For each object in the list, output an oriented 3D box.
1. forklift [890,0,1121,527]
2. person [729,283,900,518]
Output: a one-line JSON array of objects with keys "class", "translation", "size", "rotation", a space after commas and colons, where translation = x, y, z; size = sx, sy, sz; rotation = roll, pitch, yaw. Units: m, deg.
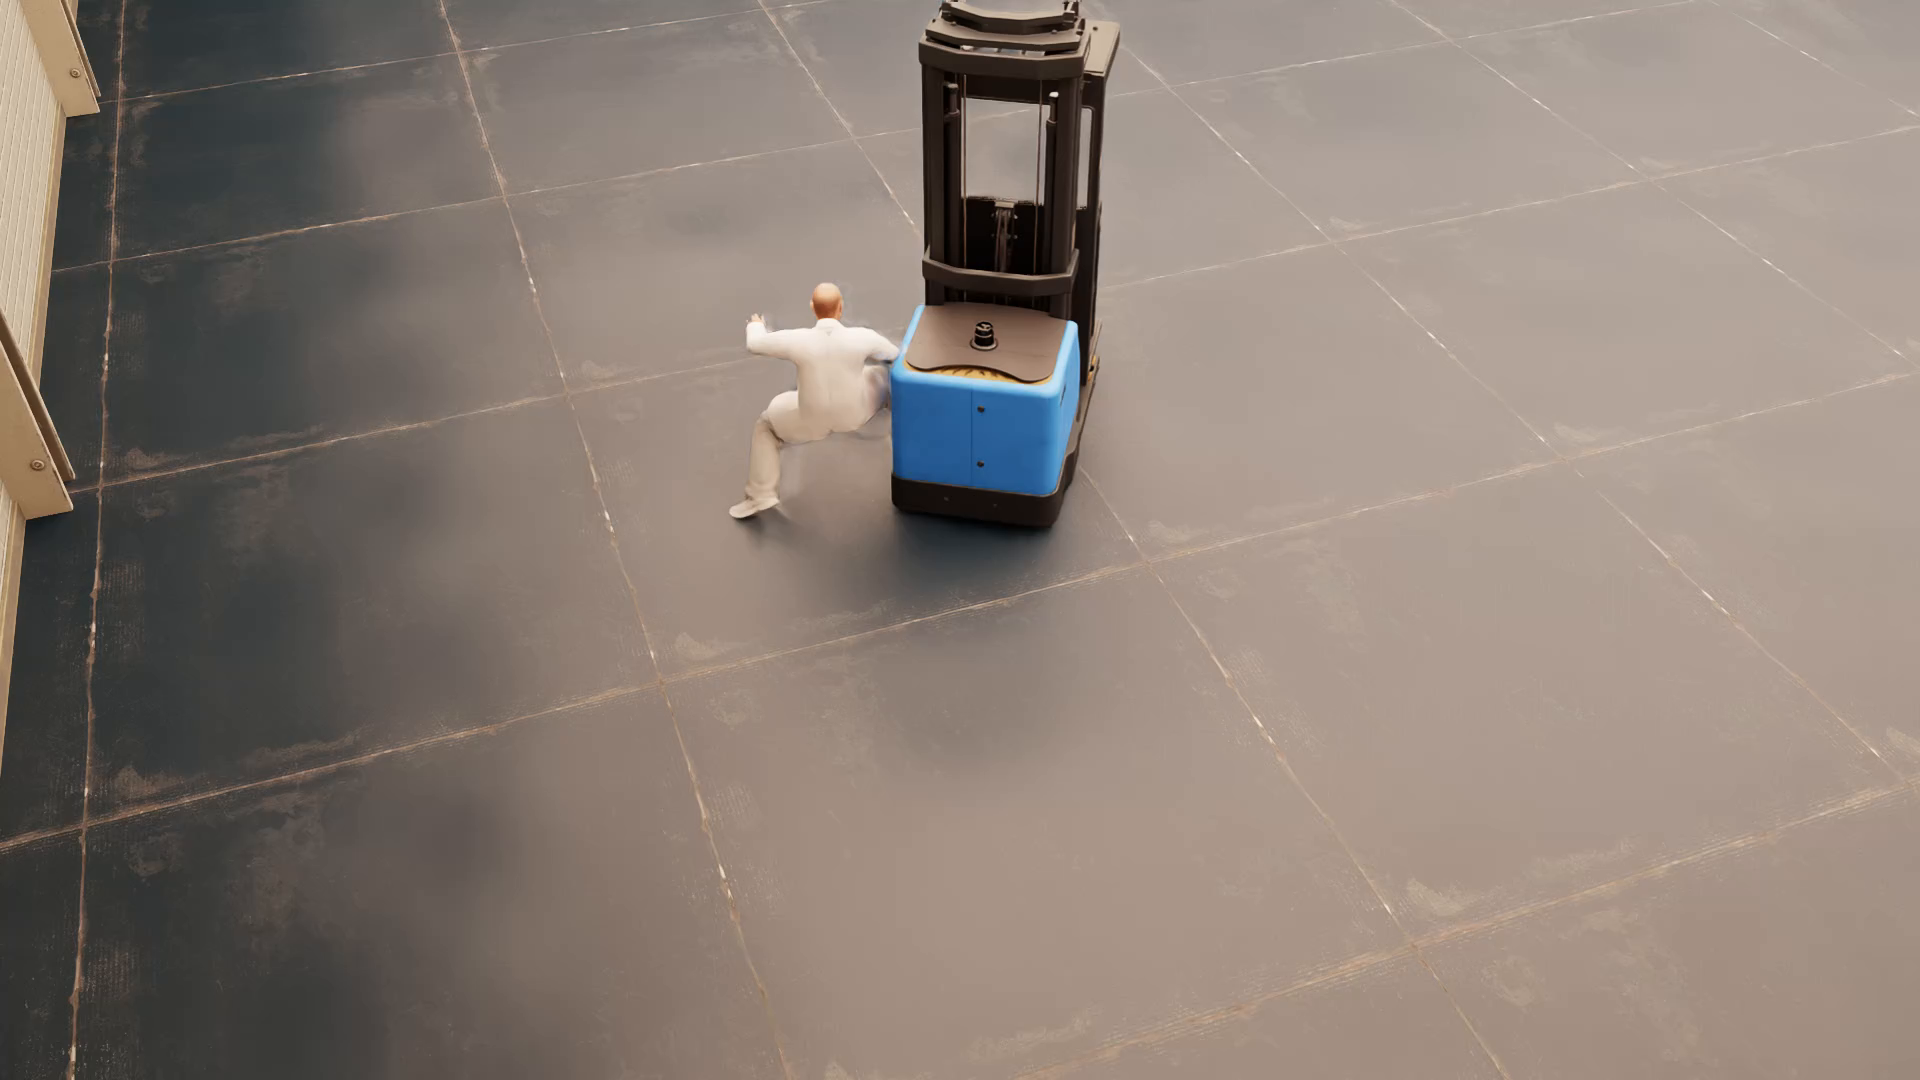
[{"class": "forklift", "translation": [0.364, -2.157, 10.565], "size": [1.130, 2.935, 3.031], "rotation": [7, 41, 9]}, {"class": "person", "translation": [-0.825, -0.937, 10.215], "size": [1.288, 1.573, 0.781], "rotation": [-2, 40, -2]}]
